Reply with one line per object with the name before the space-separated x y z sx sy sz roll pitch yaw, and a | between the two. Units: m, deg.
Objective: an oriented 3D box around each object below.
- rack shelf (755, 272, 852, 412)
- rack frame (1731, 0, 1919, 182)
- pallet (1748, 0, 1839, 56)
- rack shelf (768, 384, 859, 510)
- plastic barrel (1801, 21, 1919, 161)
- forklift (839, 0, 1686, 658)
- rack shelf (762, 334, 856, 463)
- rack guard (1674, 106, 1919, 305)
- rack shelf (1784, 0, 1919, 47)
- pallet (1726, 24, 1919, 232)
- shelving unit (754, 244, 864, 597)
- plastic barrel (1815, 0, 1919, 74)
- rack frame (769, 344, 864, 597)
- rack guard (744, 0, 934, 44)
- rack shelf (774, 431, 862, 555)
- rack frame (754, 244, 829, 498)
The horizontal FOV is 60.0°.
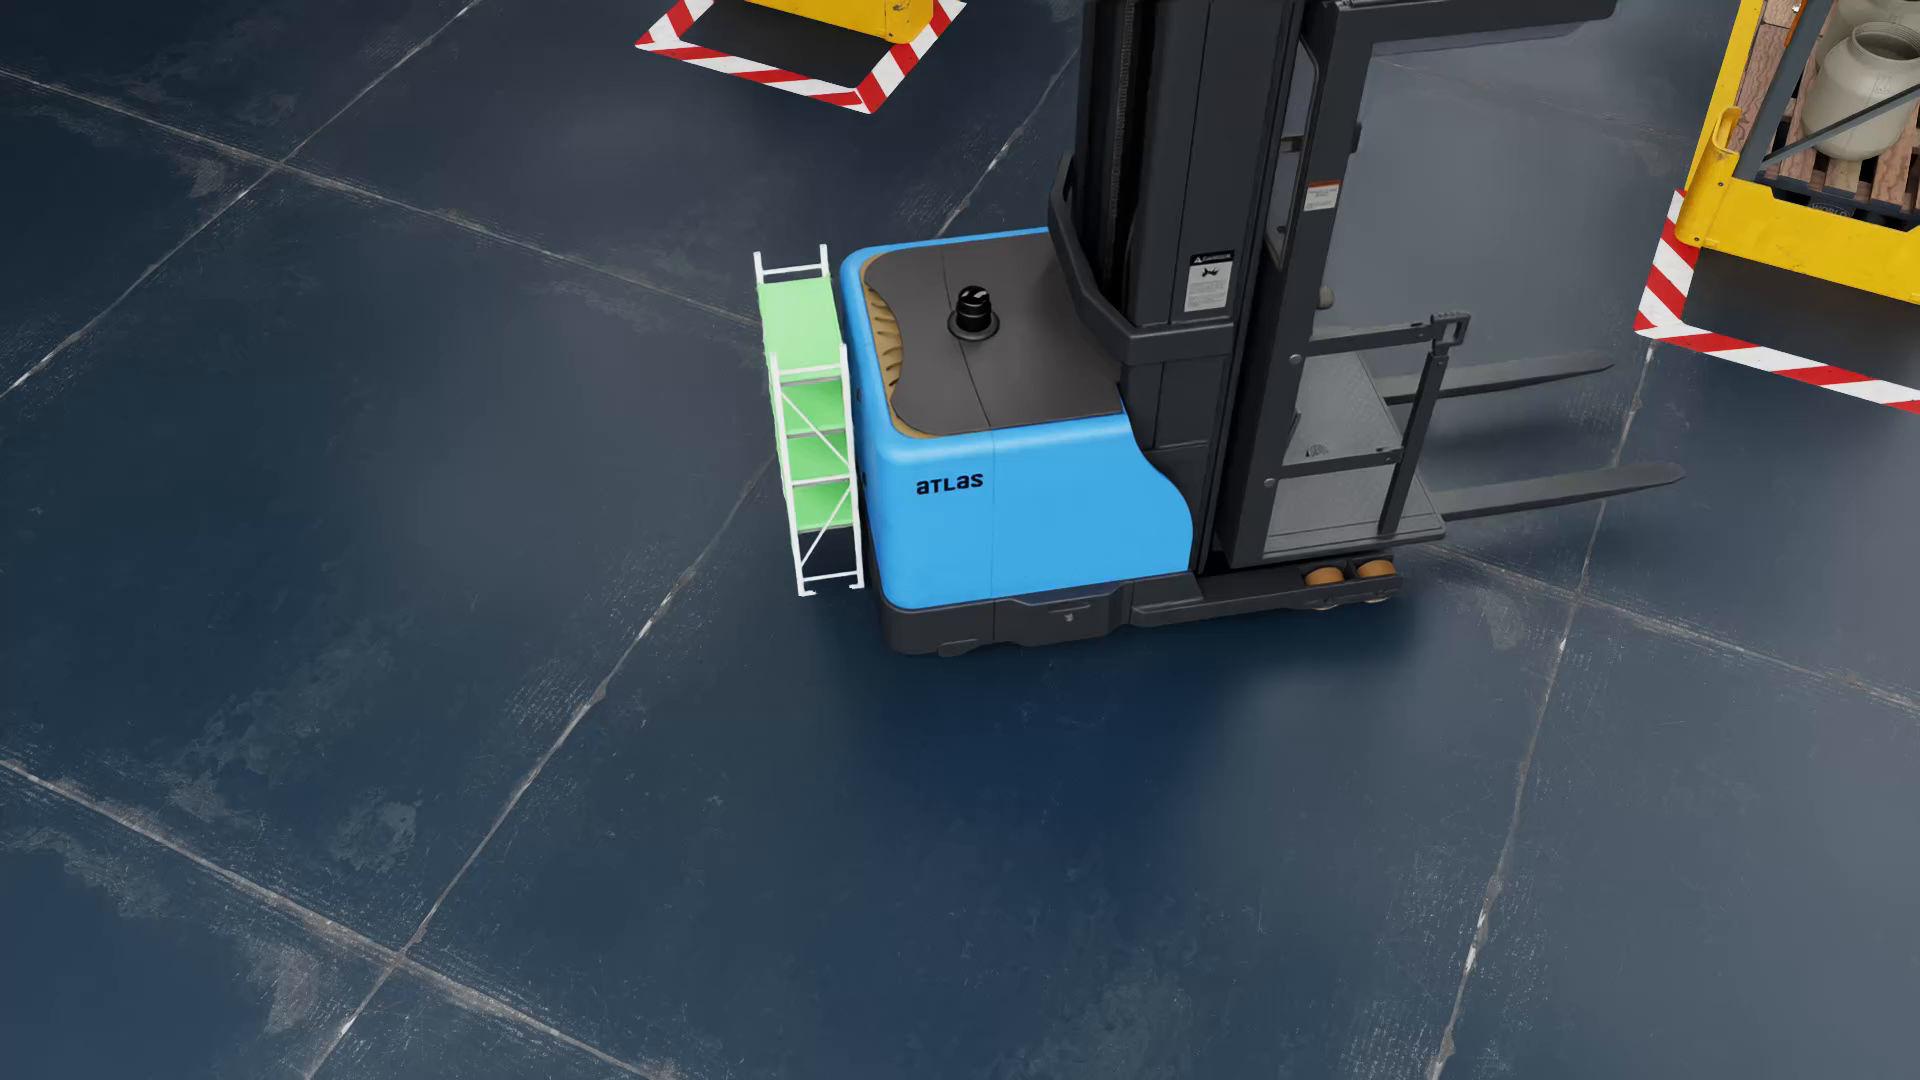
rack shelf | -0.517 -0.656 5.474 0.258 0.148 0.480 -8 50 -7
rack frame | 3.771 -2.164 6.122 1.000 3.000 0.127 20 52 16
pallet | 4.635 -2.723 8.428 1.003 0.211 1.213 20 52 16
rack shelf | -0.516 -0.345 5.839 0.258 0.148 0.480 -8 50 -7
plastic barrel | 3.983 -1.972 7.316 0.421 0.512 0.421 0 50 0
forklift | 1.142 -1.087 5.250 3.031 2.935 1.130 -8 50 -7
rack shelf | -0.516 -0.501 5.657 0.258 0.148 0.480 -8 50 -7
rack guard | 3.761 -1.422 7.131 1.175 0.500 0.348 20 52 16
rack shelf | 4.625 -3.308 7.568 1.077 0.370 4.000 20 52 16
pallet | 4.113 -1.886 7.716 1.003 0.211 1.213 20 52 16
shelving unit | -0.516 -0.387 5.791 0.258 1.200 0.503 -8 50 -7
plastic barrel | 4.197 -2.317 7.610 0.421 0.512 0.421 0 50 0
rack frame | -0.472 -0.204 5.635 0.240 1.200 0.015 -8 50 -7
rack guard | -0.716 -2.952 8.433 1.175 0.500 0.348 20 52 16
rack shelf | -0.515 -0.190 6.022 0.258 0.148 0.480 -8 50 -7
rack frame | -0.559 -0.569 5.946 0.240 1.200 0.015 -8 50 -7
